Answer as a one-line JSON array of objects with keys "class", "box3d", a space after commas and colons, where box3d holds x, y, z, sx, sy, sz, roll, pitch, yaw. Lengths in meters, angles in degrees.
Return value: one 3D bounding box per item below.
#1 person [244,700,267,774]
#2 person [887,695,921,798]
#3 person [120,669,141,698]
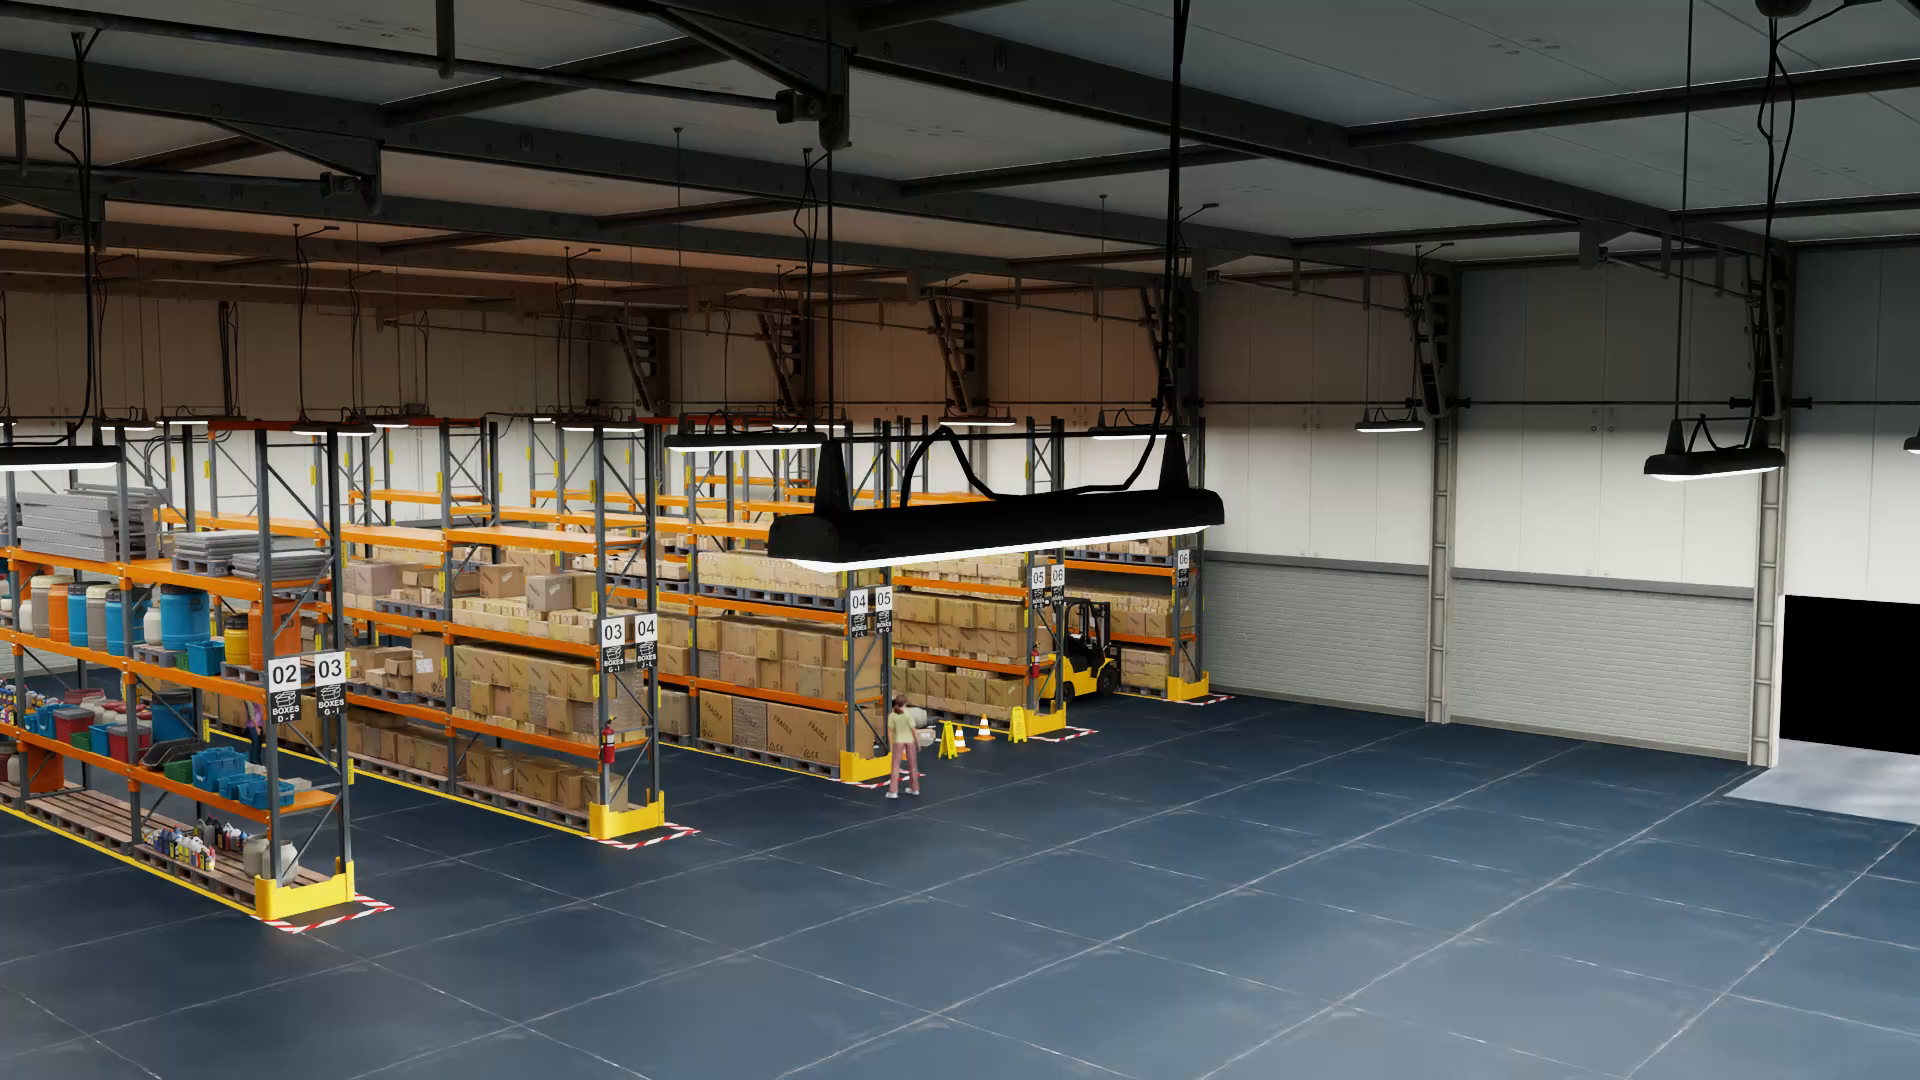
[{"class": "person", "box3d": [-11.995, 3.188, 28.369, 0.399, 1.615, 0.457, -1, 5, -7]}, {"class": "person", "box3d": [-0.902, 3.287, 26.646, 0.542, 1.672, 0.489, -1, 5, -9]}, {"class": "person", "box3d": [-17.751, 2.474, 35.594, 0.420, 1.797, 0.580, 3, 6, 34]}]
